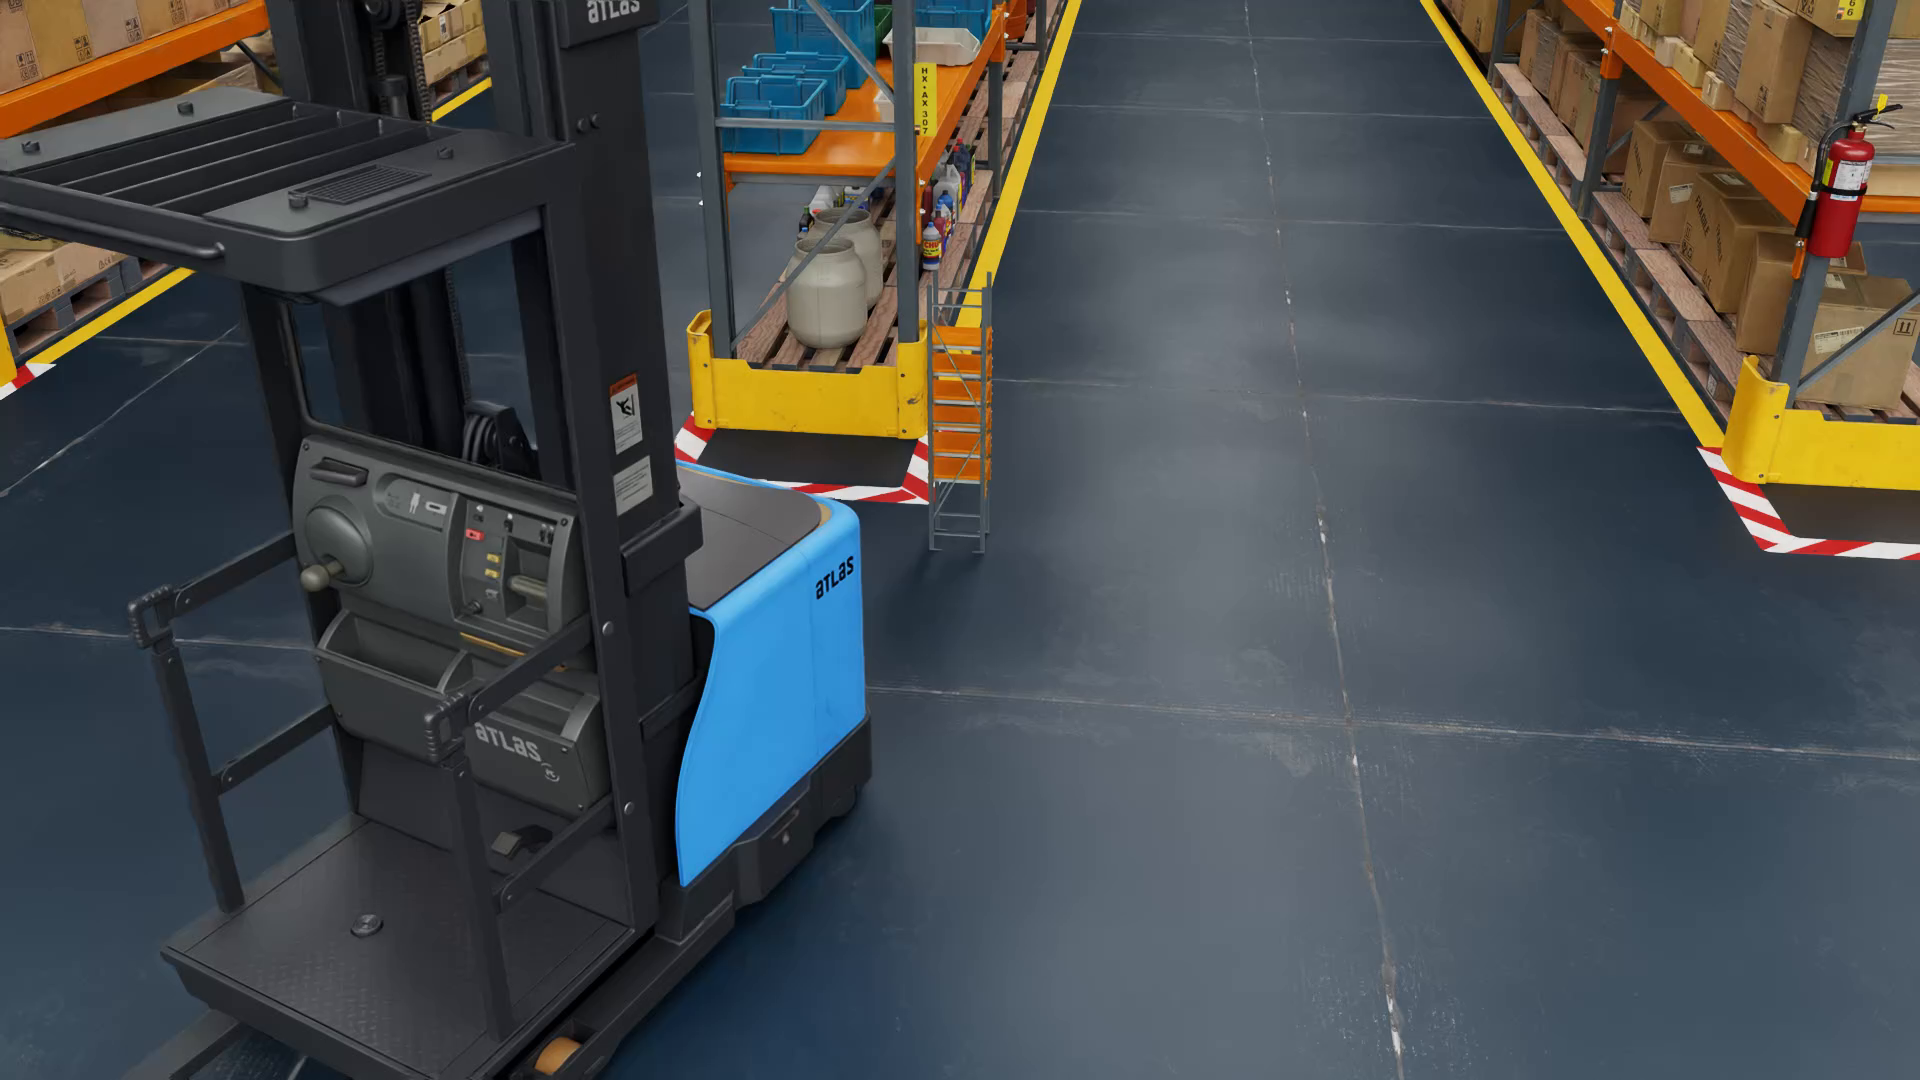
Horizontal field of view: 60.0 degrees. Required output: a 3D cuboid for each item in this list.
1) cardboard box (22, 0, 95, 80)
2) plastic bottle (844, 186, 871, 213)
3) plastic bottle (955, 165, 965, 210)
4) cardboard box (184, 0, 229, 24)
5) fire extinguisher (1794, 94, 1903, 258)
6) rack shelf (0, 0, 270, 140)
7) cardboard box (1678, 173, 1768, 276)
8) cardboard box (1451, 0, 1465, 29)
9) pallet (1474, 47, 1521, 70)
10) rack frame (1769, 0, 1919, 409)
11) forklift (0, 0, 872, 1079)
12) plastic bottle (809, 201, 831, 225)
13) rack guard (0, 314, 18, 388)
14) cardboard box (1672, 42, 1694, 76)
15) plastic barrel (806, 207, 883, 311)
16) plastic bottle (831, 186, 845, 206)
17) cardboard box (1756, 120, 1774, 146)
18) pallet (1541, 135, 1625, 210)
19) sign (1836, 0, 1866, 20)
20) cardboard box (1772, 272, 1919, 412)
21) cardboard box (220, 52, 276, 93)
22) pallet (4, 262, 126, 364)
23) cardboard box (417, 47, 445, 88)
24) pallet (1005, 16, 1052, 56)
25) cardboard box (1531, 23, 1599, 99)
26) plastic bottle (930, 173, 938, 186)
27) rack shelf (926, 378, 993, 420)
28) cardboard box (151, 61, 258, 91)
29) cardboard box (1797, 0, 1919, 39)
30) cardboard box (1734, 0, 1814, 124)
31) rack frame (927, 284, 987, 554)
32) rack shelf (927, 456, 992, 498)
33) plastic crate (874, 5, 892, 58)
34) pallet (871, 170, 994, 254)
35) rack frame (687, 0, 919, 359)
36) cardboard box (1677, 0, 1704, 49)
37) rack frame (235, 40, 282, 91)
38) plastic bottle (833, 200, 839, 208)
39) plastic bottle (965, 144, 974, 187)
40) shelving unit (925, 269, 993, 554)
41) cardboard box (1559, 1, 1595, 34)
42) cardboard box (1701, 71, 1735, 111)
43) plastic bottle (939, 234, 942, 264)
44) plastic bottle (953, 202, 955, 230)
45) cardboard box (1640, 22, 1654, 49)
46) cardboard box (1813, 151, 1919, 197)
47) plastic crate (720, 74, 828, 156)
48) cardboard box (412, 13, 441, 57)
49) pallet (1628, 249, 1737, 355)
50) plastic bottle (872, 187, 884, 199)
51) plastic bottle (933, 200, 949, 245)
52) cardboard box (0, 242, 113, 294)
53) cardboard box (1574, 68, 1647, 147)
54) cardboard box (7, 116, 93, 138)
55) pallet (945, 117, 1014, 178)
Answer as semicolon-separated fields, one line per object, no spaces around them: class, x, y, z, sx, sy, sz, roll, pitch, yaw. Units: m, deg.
cardboard box;-5.420;-2.922;9.406;0.700;0.500;0.500;4;29;7
plastic bottle;-0.646;-2.125;10.439;0.152;0.276;0.135;3;28;6
plastic bottle;-0.005;-2.280;10.720;0.061;0.283;0.133;5;29;10
cardboard box;-5.232;-3.647;10.752;0.700;0.500;0.500;3;28;6
fire extinguisher;3.744;-1.540;7.027;0.296;0.674;0.183;3;28;6
rack shelf;-5.371;-2.803;10.049;1.077;0.370;4.000;3;28;6
cardboard box;4.556;-1.815;9.650;0.500;0.500;0.500;1;28;2
cardboard box;5.418;-5.359;15.832;1.225;0.875;0.875;3;29;6
pallet;5.367;-4.506;15.391;1.003;0.211;1.213;3;28;6
rack frame;4.215;-1.601;7.059;1.000;3.000;0.127;3;28;6
forklift;-1.454;0.047;4.073;1.130;2.935;3.031;15;32;25
plastic bottle;-0.852;-1.890;10.004;0.152;0.276;0.135;4;29;7
rack guard;-5.619;-1.067;8.703;1.175;0.500;0.348;3;28;6
cardboard box;4.252;-2.700;9.363;0.380;0.149;0.250;3;28;6
plastic barrel;-0.634;-1.529;9.105;0.421;0.512;0.421;0;28;0
plastic bottle;-0.796;-2.154;10.415;0.144;0.351;0.185;3;28;6
cardboard box;4.102;-1.992;8.049;0.380;0.149;0.250;3;28;6
pallet;4.799;-2.623;11.896;1.003;0.211;1.213;3;28;6
sign;3.667;-2.291;6.787;0.100;0.325;0.005;3;28;6
cardboard box;4.308;-0.978;8.096;0.500;0.500;0.500;9;30;16
cardboard box;-5.361;-3.490;12.430;0.500;0.311;0.500;3;28;6
pallet;-5.564;-1.313;9.465;1.003;0.211;1.213;3;28;6
cardboard box;-4.643;-3.935;13.848;0.500;0.250;0.500;4;29;7
pallet;0.335;-4.800;15.938;1.003;0.211;1.213;3;28;6
cardboard box;5.078;-3.881;13.464;0.700;0.500;0.500;1;28;2
plastic bottle;-0.171;-2.201;10.573;0.061;0.283;0.133;3;28;6
rack shelf;-0.002;-0.588;6.917;0.258;0.103;0.180;3;28;6
cardboard box;-5.039;-2.900;11.136;0.500;0.500;0.500;3;28;6
cardboard box;4.037;-2.489;7.235;0.500;0.500;0.500;3;28;6
cardboard box;4.252;-2.276;7.892;0.875;0.500;0.500;3;28;6
rack frame;-0.013;-0.478;6.873;0.240;1.200;0.006;3;28;6
rack shelf;-0.002;-0.271;7.088;0.258;0.103;0.180;3;28;6
plastic crate;-0.657;-3.056;9.983;0.450;0.188;0.662;3;28;6
pallet;-0.334;-2.230;11.167;1.003;0.211;1.213;3;28;6
rack frame;-0.700;-1.889;7.593;1.000;3.000;0.127;3;28;6
cardboard box;4.531;-2.976;9.192;0.875;0.500;0.500;3;28;6
rack frame;-5.126;-4.061;11.626;1.000;3.000;0.127;3;28;6
plastic bottle;-0.747;-1.888;9.991;0.061;0.283;0.133;3;28;6
plastic bottle;0.058;-2.524;11.172;0.061;0.283;0.133;5;29;9
shelving unit;-0.002;-0.521;6.953;0.258;1.200;0.189;3;28;6
cardboard box;5.088;-4.223;13.306;0.500;0.250;0.500;7;29;12
cardboard box;4.125;-2.349;8.712;0.380;0.149;0.250;3;28;6
plastic bottle;-0.156;-1.735;9.794;0.097;0.201;0.097;0;28;0
plastic bottle;-0.077;-2.038;10.356;0.097;0.201;0.097;0;28;0
cardboard box;4.334;-3.053;10.020;0.380;0.149;0.250;3;28;6
cardboard box;4.045;-1.636;7.390;0.380;0.149;0.250;3;28;6
plastic crate;-0.936;-2.076;8.098;0.499;0.251;0.616;3;28;6
cardboard box;-4.641;-4.186;13.723;0.500;0.311;0.500;4;29;8
pallet;4.511;-1.362;9.556;1.003;0.211;1.213;3;28;6
plastic bottle;-0.578;-2.435;10.936;0.144;0.351;0.185;3;28;6
plastic bottle;-0.115;-1.925;10.073;0.097;0.271;0.097;0;28;0
cardboard box;-5.272;-1.628;9.565;0.500;0.250;0.500;3;28;6
cardboard box;4.879;-3.088;11.991;0.700;0.500;0.500;3;28;6
cardboard box;-5.222;-2.194;9.825;0.500;0.500;0.500;3;28;6
pallet;-0.153;-2.916;12.440;1.003;0.211;1.213;3;28;6
